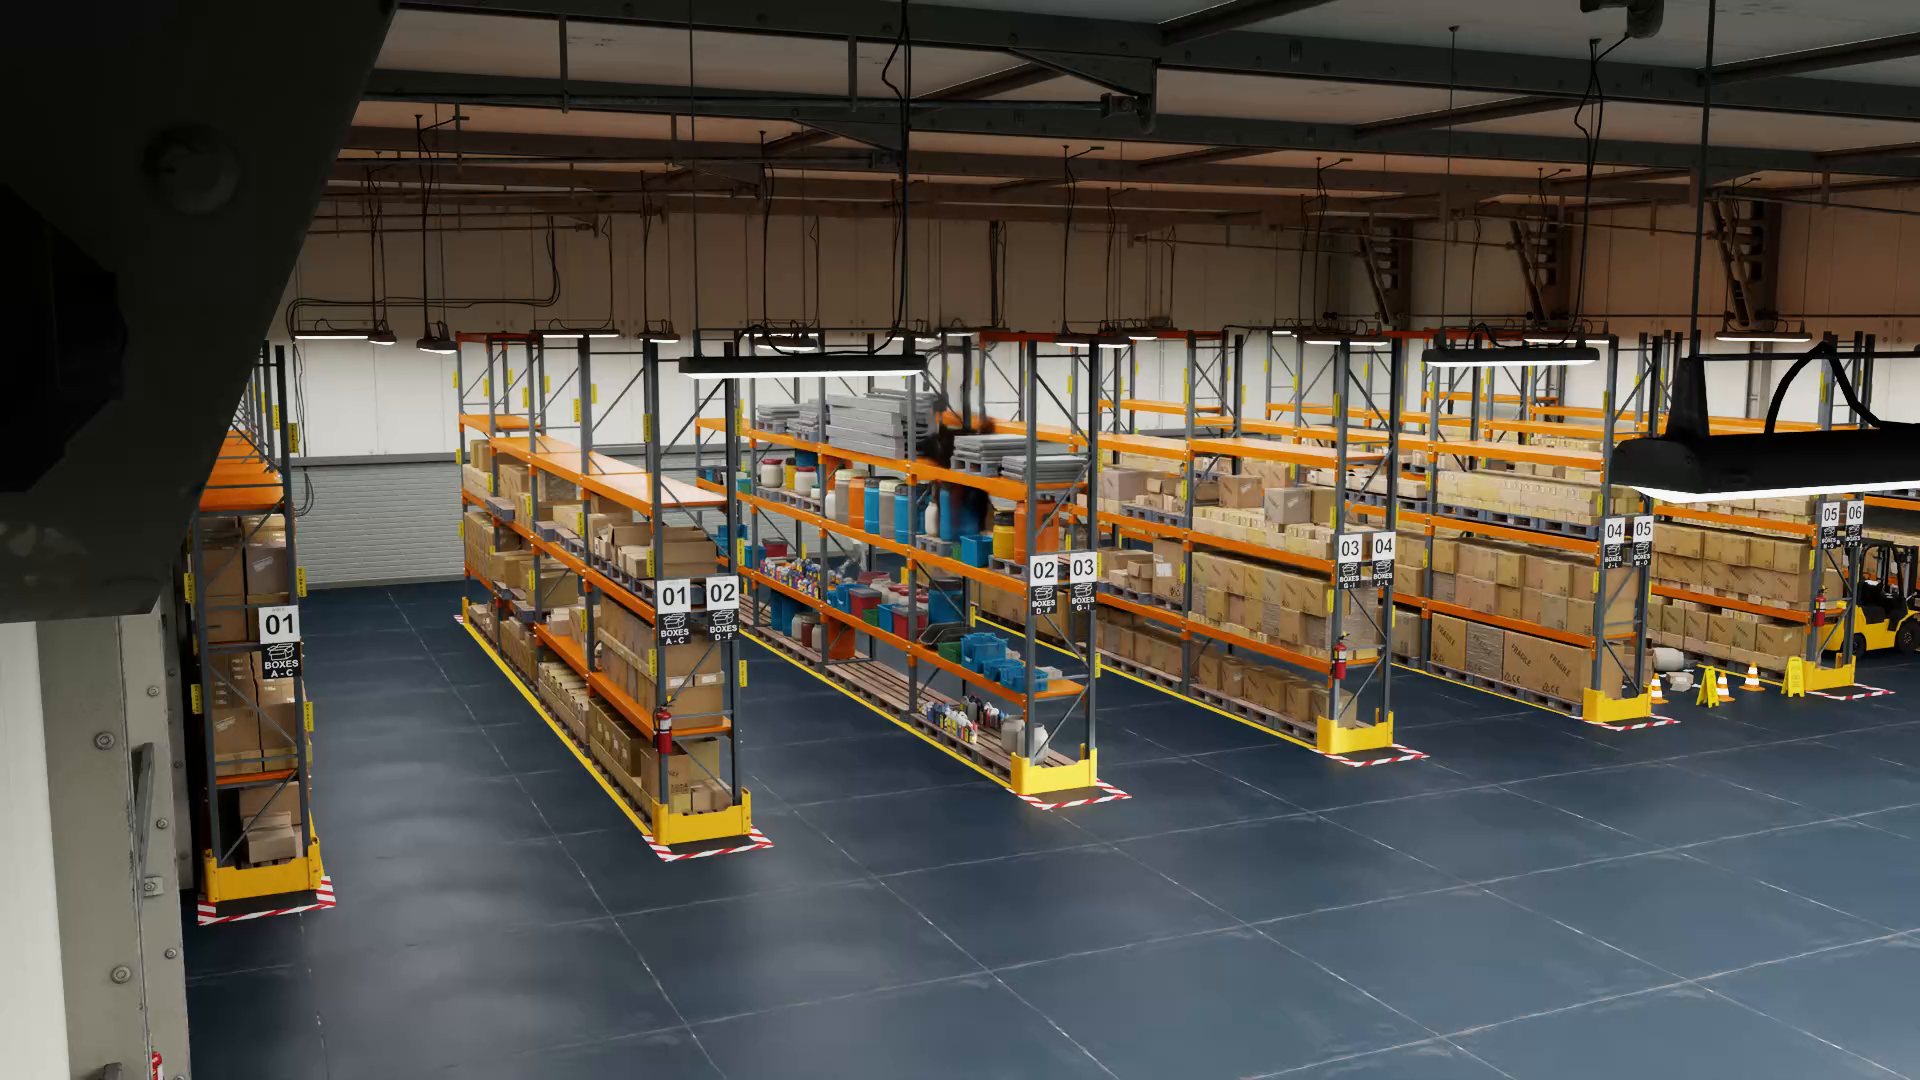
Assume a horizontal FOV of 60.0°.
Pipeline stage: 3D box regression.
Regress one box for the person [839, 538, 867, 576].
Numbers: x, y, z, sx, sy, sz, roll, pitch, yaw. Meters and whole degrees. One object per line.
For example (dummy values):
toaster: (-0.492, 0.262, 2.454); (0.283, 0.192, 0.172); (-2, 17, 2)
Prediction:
person: (-2.487, 0.099, 39.861); (0.860, 1.694, 0.610); (1, 8, 5)
